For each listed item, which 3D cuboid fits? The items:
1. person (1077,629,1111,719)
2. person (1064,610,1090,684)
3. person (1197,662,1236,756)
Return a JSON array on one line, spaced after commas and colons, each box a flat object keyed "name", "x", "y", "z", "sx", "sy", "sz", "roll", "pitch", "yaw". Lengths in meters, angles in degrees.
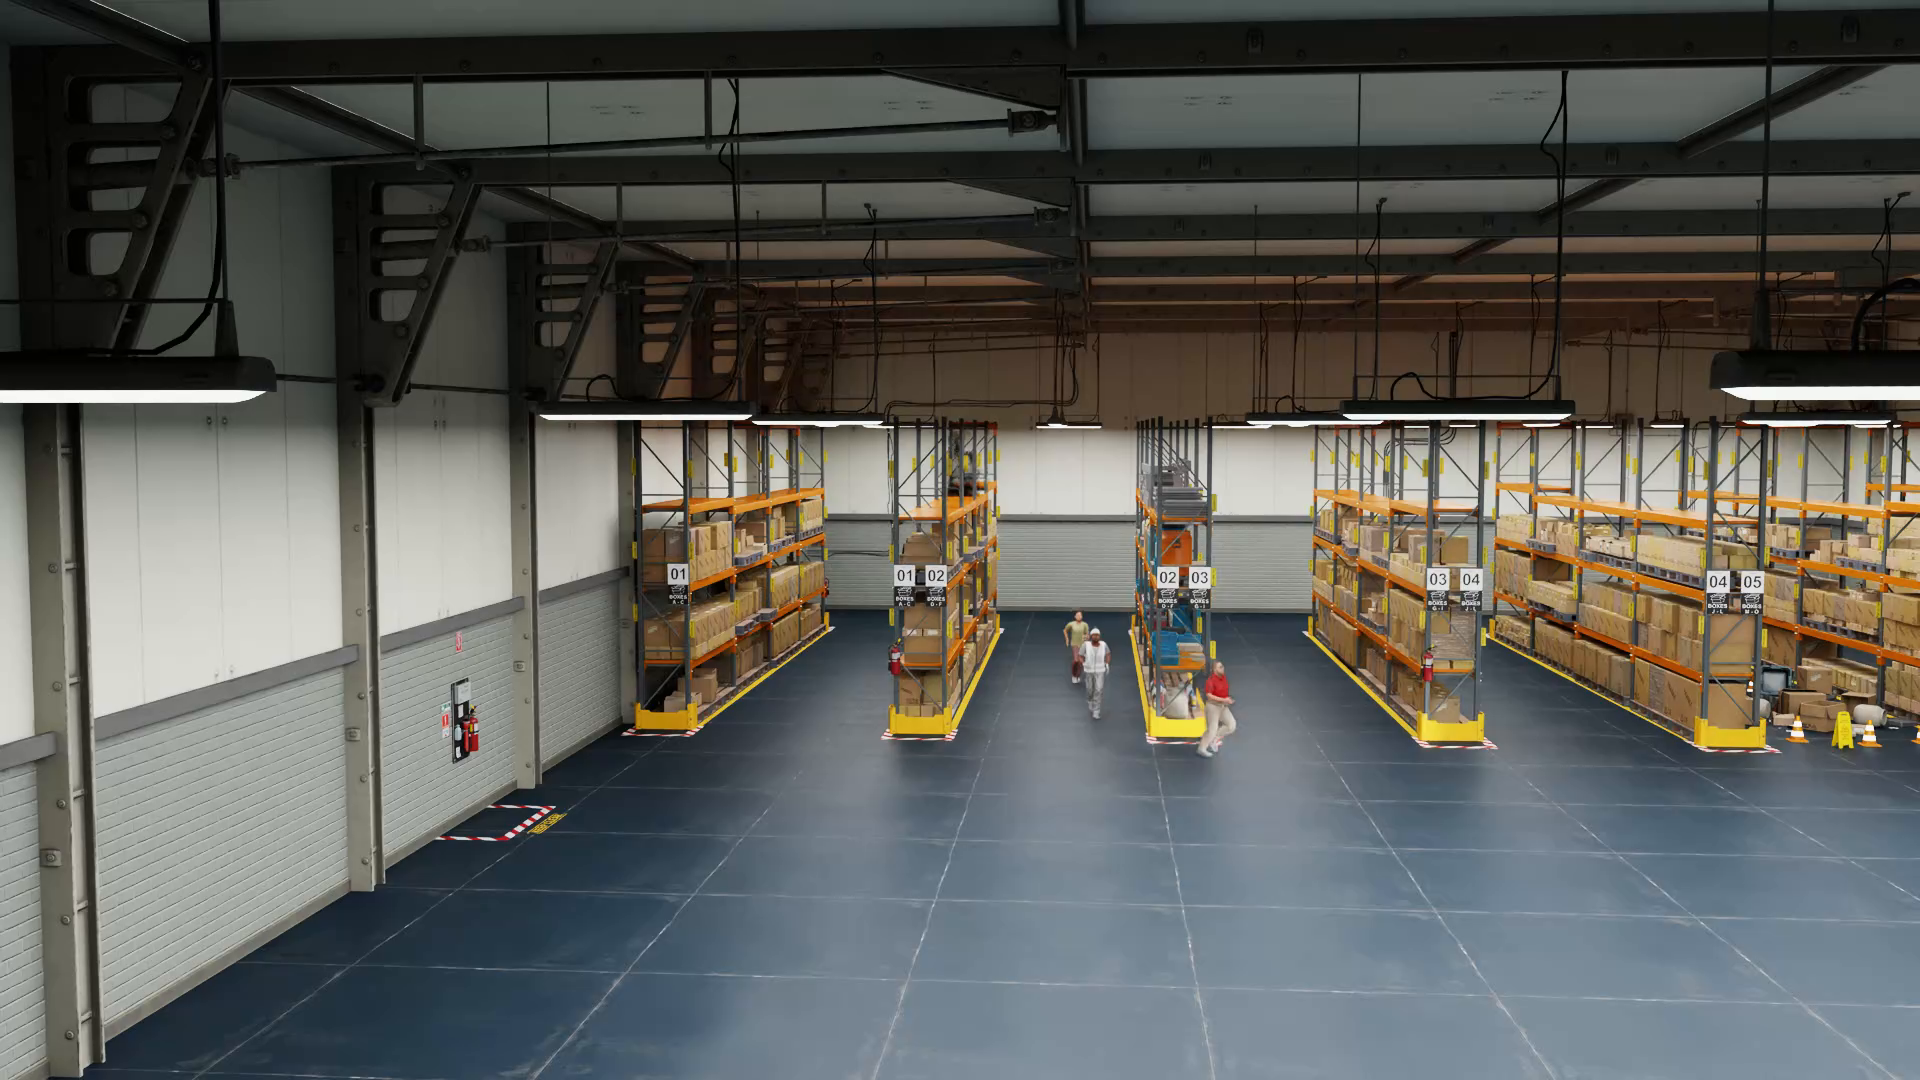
[{"name": "person", "x": 2.697, "y": 2.659, "z": 33.409, "sx": 0.682, "sy": 1.777, "sz": 0.885, "roll": 0, "pitch": 4, "yaw": 2}, {"name": "person", "x": 2.678, "y": 2.423, "z": 37.708, "sx": 0.549, "sy": 1.659, "sz": 0.656, "roll": -1, "pitch": 4, "yaw": -12}, {"name": "person", "x": 4.550, "y": 2.966, "z": 29.216, "sx": 0.689, "sy": 1.682, "sz": 0.771, "roll": -4, "pitch": 5, "yaw": -44}]
